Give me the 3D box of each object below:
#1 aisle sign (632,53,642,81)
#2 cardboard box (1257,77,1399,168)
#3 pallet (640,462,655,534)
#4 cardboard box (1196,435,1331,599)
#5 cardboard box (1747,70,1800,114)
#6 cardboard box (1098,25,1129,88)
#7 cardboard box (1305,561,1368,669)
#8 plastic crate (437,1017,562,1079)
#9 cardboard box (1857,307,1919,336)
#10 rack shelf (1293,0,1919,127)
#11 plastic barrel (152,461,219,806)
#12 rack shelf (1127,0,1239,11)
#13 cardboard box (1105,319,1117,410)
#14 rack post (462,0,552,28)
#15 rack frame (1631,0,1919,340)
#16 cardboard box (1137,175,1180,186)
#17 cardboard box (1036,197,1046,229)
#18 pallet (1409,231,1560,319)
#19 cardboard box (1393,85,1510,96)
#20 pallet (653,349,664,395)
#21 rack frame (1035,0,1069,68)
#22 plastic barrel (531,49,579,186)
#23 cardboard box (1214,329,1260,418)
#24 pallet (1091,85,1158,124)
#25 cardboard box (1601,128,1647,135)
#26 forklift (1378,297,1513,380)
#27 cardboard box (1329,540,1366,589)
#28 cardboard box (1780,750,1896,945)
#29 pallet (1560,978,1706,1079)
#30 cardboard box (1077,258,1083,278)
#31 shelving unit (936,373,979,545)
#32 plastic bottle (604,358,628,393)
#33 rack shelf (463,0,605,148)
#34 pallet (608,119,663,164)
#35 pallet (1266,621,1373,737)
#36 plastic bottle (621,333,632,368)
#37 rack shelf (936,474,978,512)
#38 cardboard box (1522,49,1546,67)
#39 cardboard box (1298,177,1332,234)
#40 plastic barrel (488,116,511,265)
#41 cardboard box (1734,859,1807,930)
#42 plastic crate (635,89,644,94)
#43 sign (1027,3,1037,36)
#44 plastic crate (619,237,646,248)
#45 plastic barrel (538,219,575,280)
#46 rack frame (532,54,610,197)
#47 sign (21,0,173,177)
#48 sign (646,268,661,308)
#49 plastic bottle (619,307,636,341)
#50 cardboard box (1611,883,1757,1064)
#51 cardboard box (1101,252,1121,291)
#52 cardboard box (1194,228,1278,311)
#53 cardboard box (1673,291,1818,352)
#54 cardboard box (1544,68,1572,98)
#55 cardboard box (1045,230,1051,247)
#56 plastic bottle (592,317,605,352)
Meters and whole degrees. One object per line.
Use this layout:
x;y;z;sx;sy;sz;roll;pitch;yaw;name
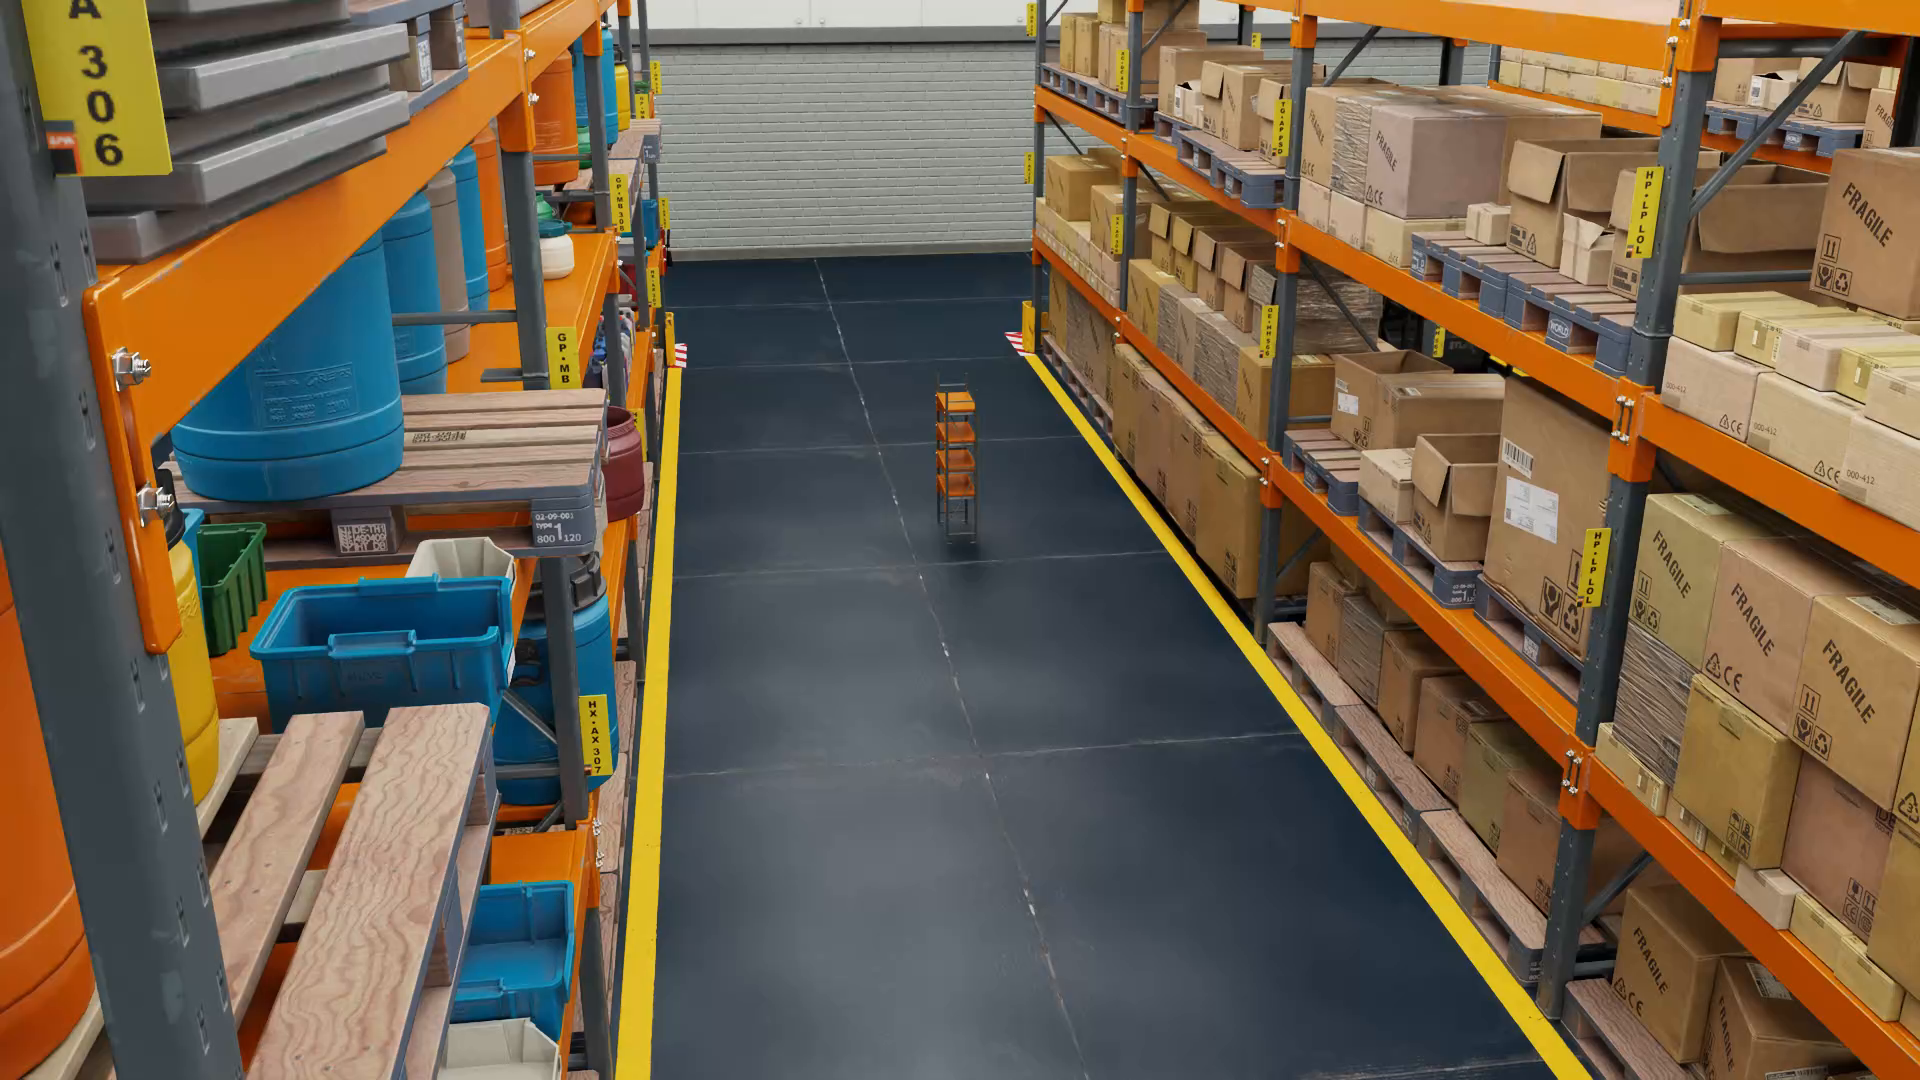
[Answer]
-3.334;-4.539;16.868;0.394;0.787;0.004;-3;21;-8;aisle sign
2.282;-2.620;10.408;0.797;0.503;0.637;-2;21;-5;cardboard box
-2.967;-0.321;13.275;1.003;0.211;1.213;-3;21;-8;pallet
2.362;-0.203;11.410;1.225;0.875;0.875;-4;21;-10;cardboard box
6.706;-3.607;13.326;0.500;0.311;0.500;-3;21;-9;cardboard box
1.619;-4.297;14.760;0.700;0.500;0.500;-2;21;-5;cardboard box
2.557;0.434;10.211;0.700;0.500;0.500;-4;21;-11;cardboard box
-1.399;1.546;4.667;0.530;0.136;0.437;-3;21;-8;plastic crate
3.298;-0.704;5.670;0.380;0.149;0.250;-3;21;-7;cardboard box
2.729;-2.355;7.761;1.077;0.370;4.000;-3;21;-8;rack shelf
-1.597;0.179;2.792;0.600;0.588;0.600;0;20;0;plastic barrel
1.576;-5.125;15.177;1.077;0.370;4.000;-3;21;-8;rack shelf
1.848;-1.581;15.098;0.875;0.875;0.875;-3;21;-8;cardboard box
-2.253;-2.709;6.821;1.013;1.000;3.121;-3;21;-8;rack post
3.017;-2.187;5.711;1.000;3.000;0.127;-3;21;-8;rack frame
1.905;-3.097;15.438;0.500;0.500;0.500;-4;21;-9;cardboard box
1.090;-3.421;17.378;0.500;0.250;0.500;-3;21;-9;cardboard box
2.881;-1.272;7.817;1.213;0.211;1.003;-3;21;-8;pallet
2.757;-2.296;9.431;0.500;0.500;0.500;-2;21;-6;cardboard box
-3.533;-1.688;16.934;1.003;0.211;1.213;-3;21;-8;pallet
1.288;-6.342;16.835;1.000;3.000;0.127;-3;21;-8;rack frame
-2.539;-2.512;9.653;0.600;0.830;0.708;-3;21;-8;plastic barrel
2.058;-1.140;11.338;0.500;0.500;0.500;-3;21;-8;cardboard box
1.757;-3.794;14.427;1.003;0.211;1.213;-3;21;-8;pallet
6.679;-3.901;16.875;0.500;0.500;0.500;-2;21;-5;cardboard box
4.242;-2.187;14.384;1.130;2.935;3.031;-3;21;-8;forklift
2.567;0.082;10.081;0.500;0.250;0.500;-2;21;-6;cardboard box
3.230;0.939;5.348;0.875;0.500;0.500;-3;21;-8;cardboard box
3.149;2.160;6.631;1.003;0.211;1.213;-3;21;-8;pallet
1.310;-2.563;15.651;0.380;0.149;0.250;-3;21;-9;cardboard box
-0.024;-0.619;12.660;0.258;1.200;0.503;-3;21;-8;shelving unit
-2.422;-1.191;11.688;0.144;0.351;0.185;-3;21;-8;plastic bottle
-2.172;-2.106;7.092;1.077;0.370;4.000;-3;21;-8;rack shelf
-2.827;-2.947;12.303;1.213;0.211;1.003;-3;21;-8;pallet
2.552;0.815;10.232;1.003;0.211;1.213;-3;21;-8;pallet
-2.535;-1.418;12.402;0.152;0.276;0.135;-3;21;-8;plastic bottle
-0.024;-0.370;12.753;0.258;0.148;0.480;-3;21;-8;rack shelf
6.093;-4.970;16.949;0.500;0.250;0.500;-3;21;-8;cardboard box
2.257;-1.921;9.500;0.500;0.250;0.500;-3;21;-7;cardboard box
-2.557;-1.857;8.397;0.600;0.901;0.600;0;20;0;plastic barrel
2.878;1.177;5.636;0.380;0.149;0.250;-3;21;-8;cardboard box
-2.945;-3.685;14.195;0.497;0.269;0.590;-3;21;-8;plastic crate
0.738;-5.358;17.124;0.100;0.325;0.005;-3;21;-8;sign
-3.317;-2.913;16.520;0.396;0.136;0.243;-3;21;-8;plastic crate
-2.046;-1.424;8.152;0.301;0.262;0.301;0;20;0;plastic barrel
-2.460;-3.322;8.750;1.000;3.000;0.127;-3;21;-8;rack frame
-0.762;-0.481;1.441;0.100;0.325;0.005;-3;21;-8;sign
-2.492;-2.054;13.532;0.100;0.325;0.005;-3;21;-8;sign
-2.660;-1.719;13.208;0.152;0.276;0.135;-3;21;-8;plastic bottle
3.035;1.738;6.749;0.500;0.500;0.500;-4;21;-9;cardboard box
1.541;-2.356;14.525;0.500;0.250;0.500;-3;21;-9;cardboard box
2.157;-1.990;12.181;0.797;0.503;0.637;-2;21;-6;cardboard box
2.759;-0.771;5.850;0.380;0.149;0.250;-4;21;-9;cardboard box
6.181;-4.553;16.547;0.500;0.250;0.500;-4;21;-10;cardboard box
1.088;-3.097;17.080;0.380;0.149;0.250;-3;21;-9;cardboard box
-2.697;-1.501;12.518;0.144;0.351;0.185;-3;21;-8;plastic bottle
